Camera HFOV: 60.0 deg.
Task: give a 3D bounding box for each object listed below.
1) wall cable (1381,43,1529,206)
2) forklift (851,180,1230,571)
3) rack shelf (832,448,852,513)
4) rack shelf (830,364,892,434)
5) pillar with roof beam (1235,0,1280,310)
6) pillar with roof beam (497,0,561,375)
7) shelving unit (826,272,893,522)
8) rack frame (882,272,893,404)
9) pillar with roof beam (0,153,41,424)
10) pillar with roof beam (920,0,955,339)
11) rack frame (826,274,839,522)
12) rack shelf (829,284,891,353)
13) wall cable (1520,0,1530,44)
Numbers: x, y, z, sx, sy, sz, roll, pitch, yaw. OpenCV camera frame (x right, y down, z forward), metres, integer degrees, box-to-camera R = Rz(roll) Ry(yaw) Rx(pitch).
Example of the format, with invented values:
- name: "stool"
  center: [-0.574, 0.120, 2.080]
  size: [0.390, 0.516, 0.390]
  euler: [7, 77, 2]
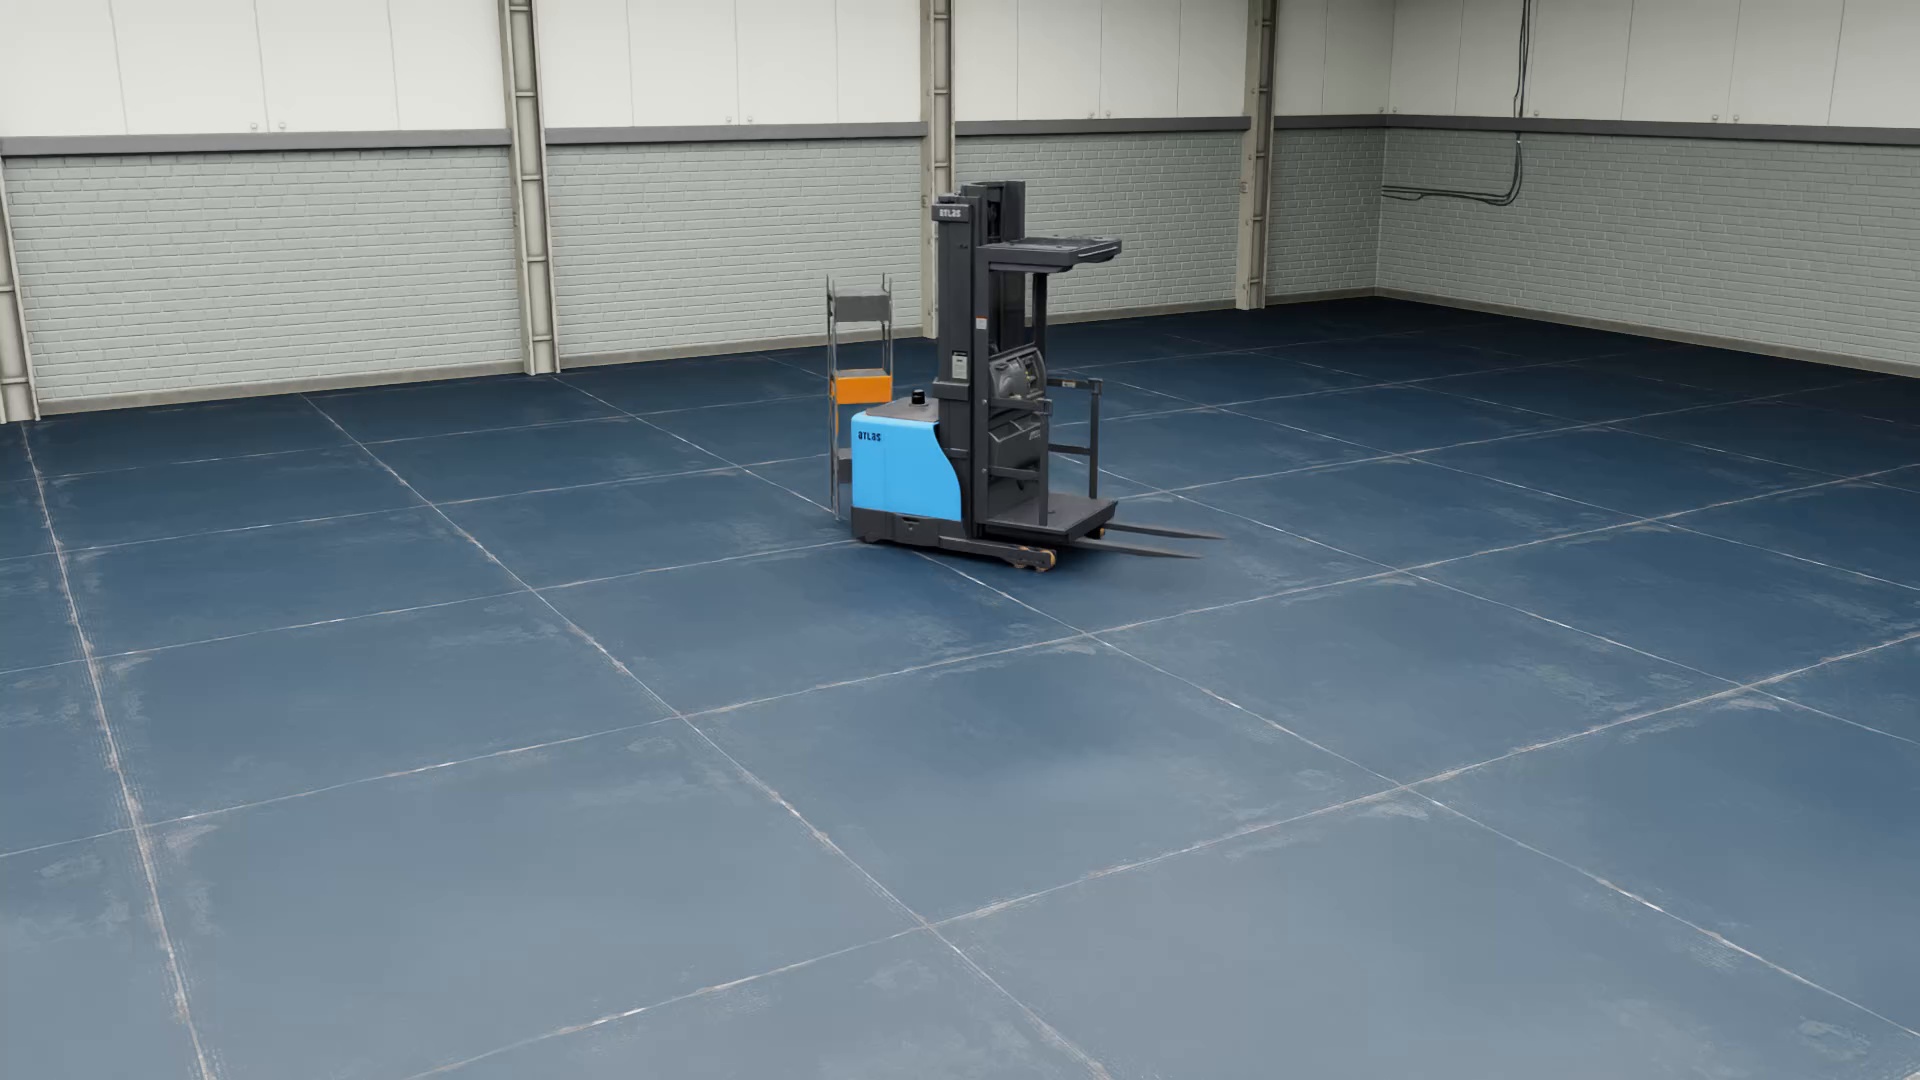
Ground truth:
- name: "wall cable"
  center: [8.030, -6.804, 27.263]
  size: [0.112, 2.526, 3.097]
  euler: [-9, 18, -30]
- name: "forklift"
  center: [0.641, -1.329, 13.222]
  size: [3.031, 2.935, 1.130]
  euler: [8, 18, 26]
- name: "rack shelf"
  center: [-0.864, -0.551, 14.630]
  size: [0.480, 0.518, 0.431]
  euler: [-3, 16, -12]
- name: "rack shelf"
  center: [-0.864, -1.225, 14.441]
  size: [0.480, 0.518, 0.431]
  euler: [-3, 16, -12]
- name: "pillar with roof beam"
  center: [7.041, -7.199, 22.921]
  size: [0.400, 9.000, 9.100]
  euler: [-9, 18, -30]
- name: "pillar with roof beam"
  center: [-3.245, -5.531, 16.970]
  size: [0.400, 9.000, 9.100]
  euler: [-9, 18, -30]
- name: "shelving unit"
  center: [-0.864, -1.238, 14.437]
  size: [0.503, 2.100, 0.431]
  euler: [-3, 16, -12]
- name: "rack frame"
  center: [-0.625, -1.252, 14.487]
  size: [0.015, 2.100, 0.400]
  euler: [-3, 16, -12]
- name: "pillar with roof beam"
  center: [-8.388, -4.697, 13.995]
  size: [0.400, 9.000, 9.100]
  euler: [-9, 18, -30]
- name: "pillar with roof beam"
  center: [1.898, -6.365, 19.946]
  size: [0.400, 9.000, 9.100]
  euler: [-9, 18, -30]
- name: "rack frame"
  center: [-1.102, -1.224, 14.387]
  size: [0.015, 2.100, 0.400]
  euler: [-3, 16, -12]
- name: "rack shelf"
  center: [-0.864, -1.899, 14.252]
  size: [0.480, 0.518, 0.431]
  euler: [-3, 16, -12]
- name: "wall cable"
  center: [9.423, -8.610, 24.348]
  size: [0.112, 2.526, 3.097]
  euler: [-9, 18, -30]
